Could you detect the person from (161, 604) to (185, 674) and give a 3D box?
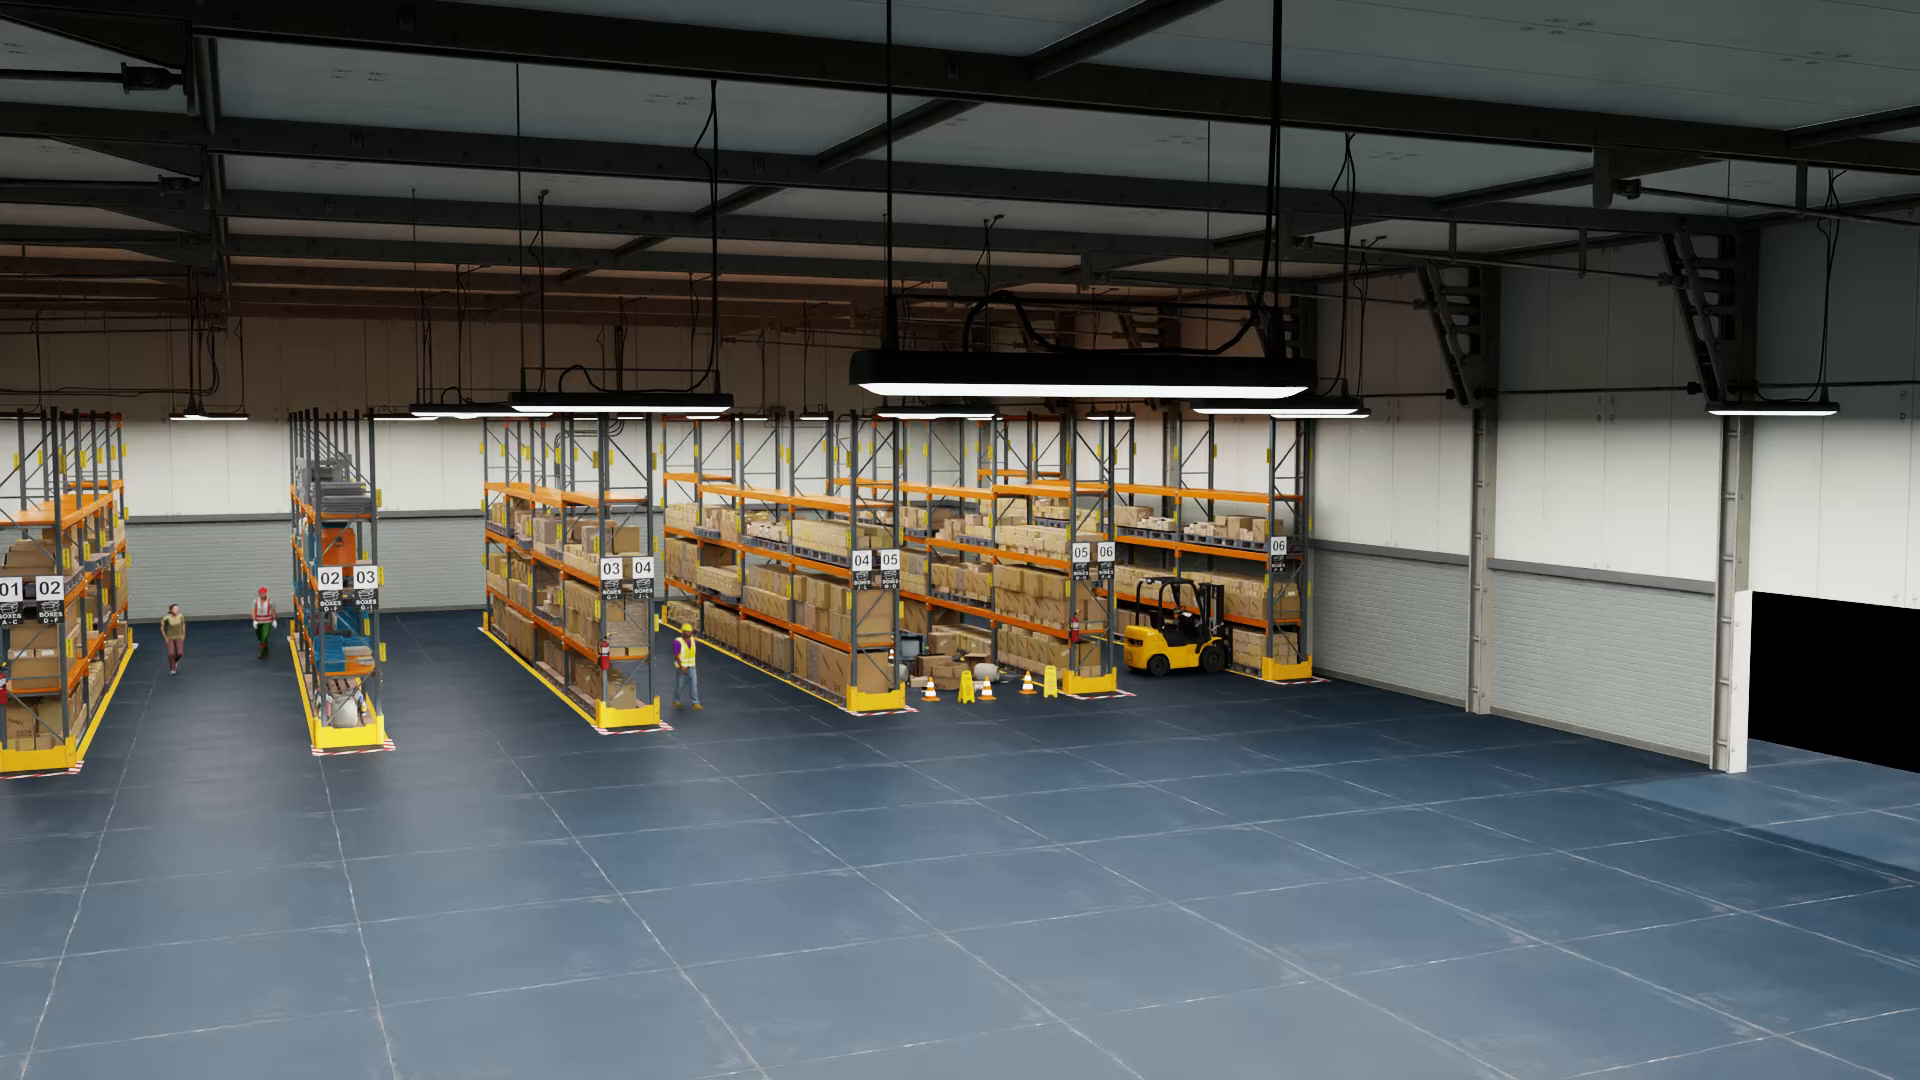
[{"bbox_3d":[-18.068,2.253,38.171,0.526,1.622,0.566,-2,5,-31],"label":"person"}]

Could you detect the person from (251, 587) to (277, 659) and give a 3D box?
[{"bbox_3d":[-17.040,2.013,40.647,0.525,1.716,1.091,-1,4,-8],"label":"person"}]

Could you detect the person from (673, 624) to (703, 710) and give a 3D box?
[{"bbox_3d":[-5.435,2.524,33.237,0.584,1.703,1.018,-3,5,-38],"label":"person"}]
